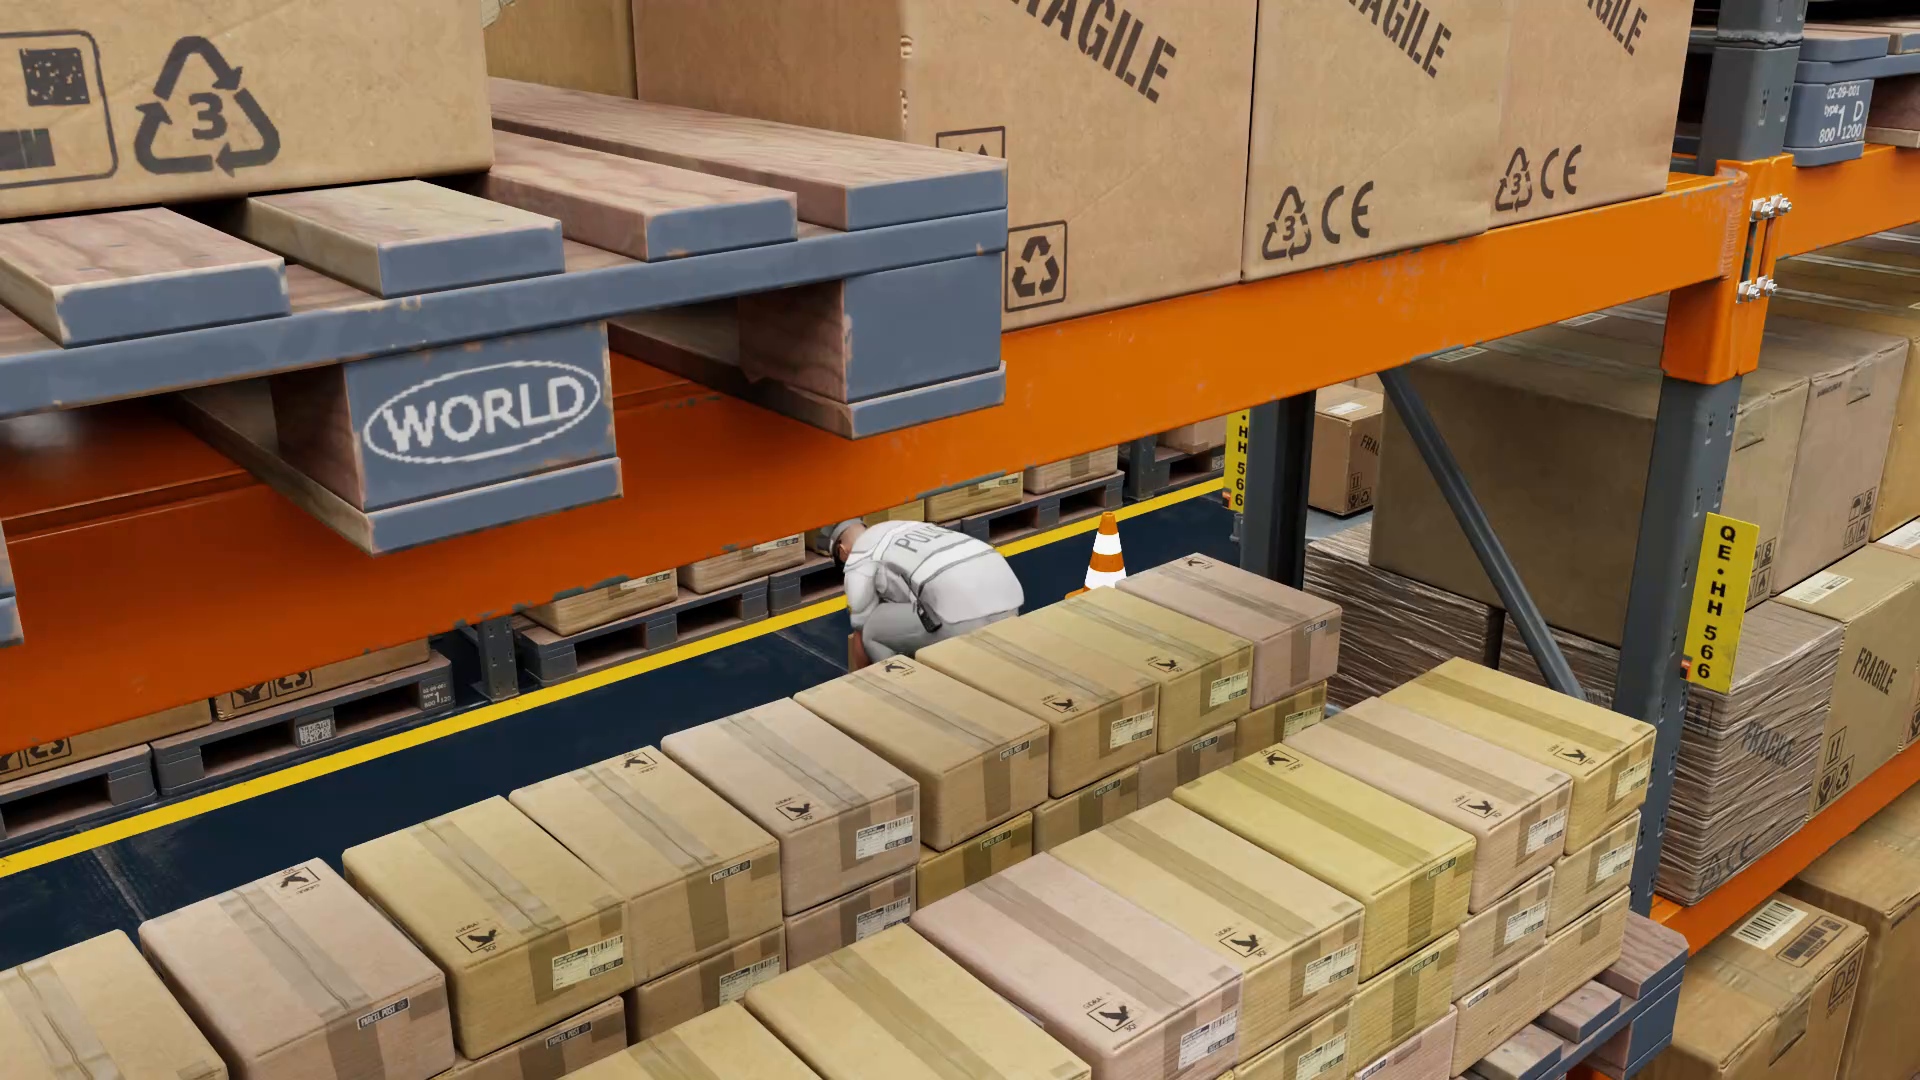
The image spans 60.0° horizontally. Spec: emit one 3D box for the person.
[{"bbox_3d":[-0.195,0.338,7.035,0.524,0.833,1.027,-18,27,-39],"label":"person"}]
